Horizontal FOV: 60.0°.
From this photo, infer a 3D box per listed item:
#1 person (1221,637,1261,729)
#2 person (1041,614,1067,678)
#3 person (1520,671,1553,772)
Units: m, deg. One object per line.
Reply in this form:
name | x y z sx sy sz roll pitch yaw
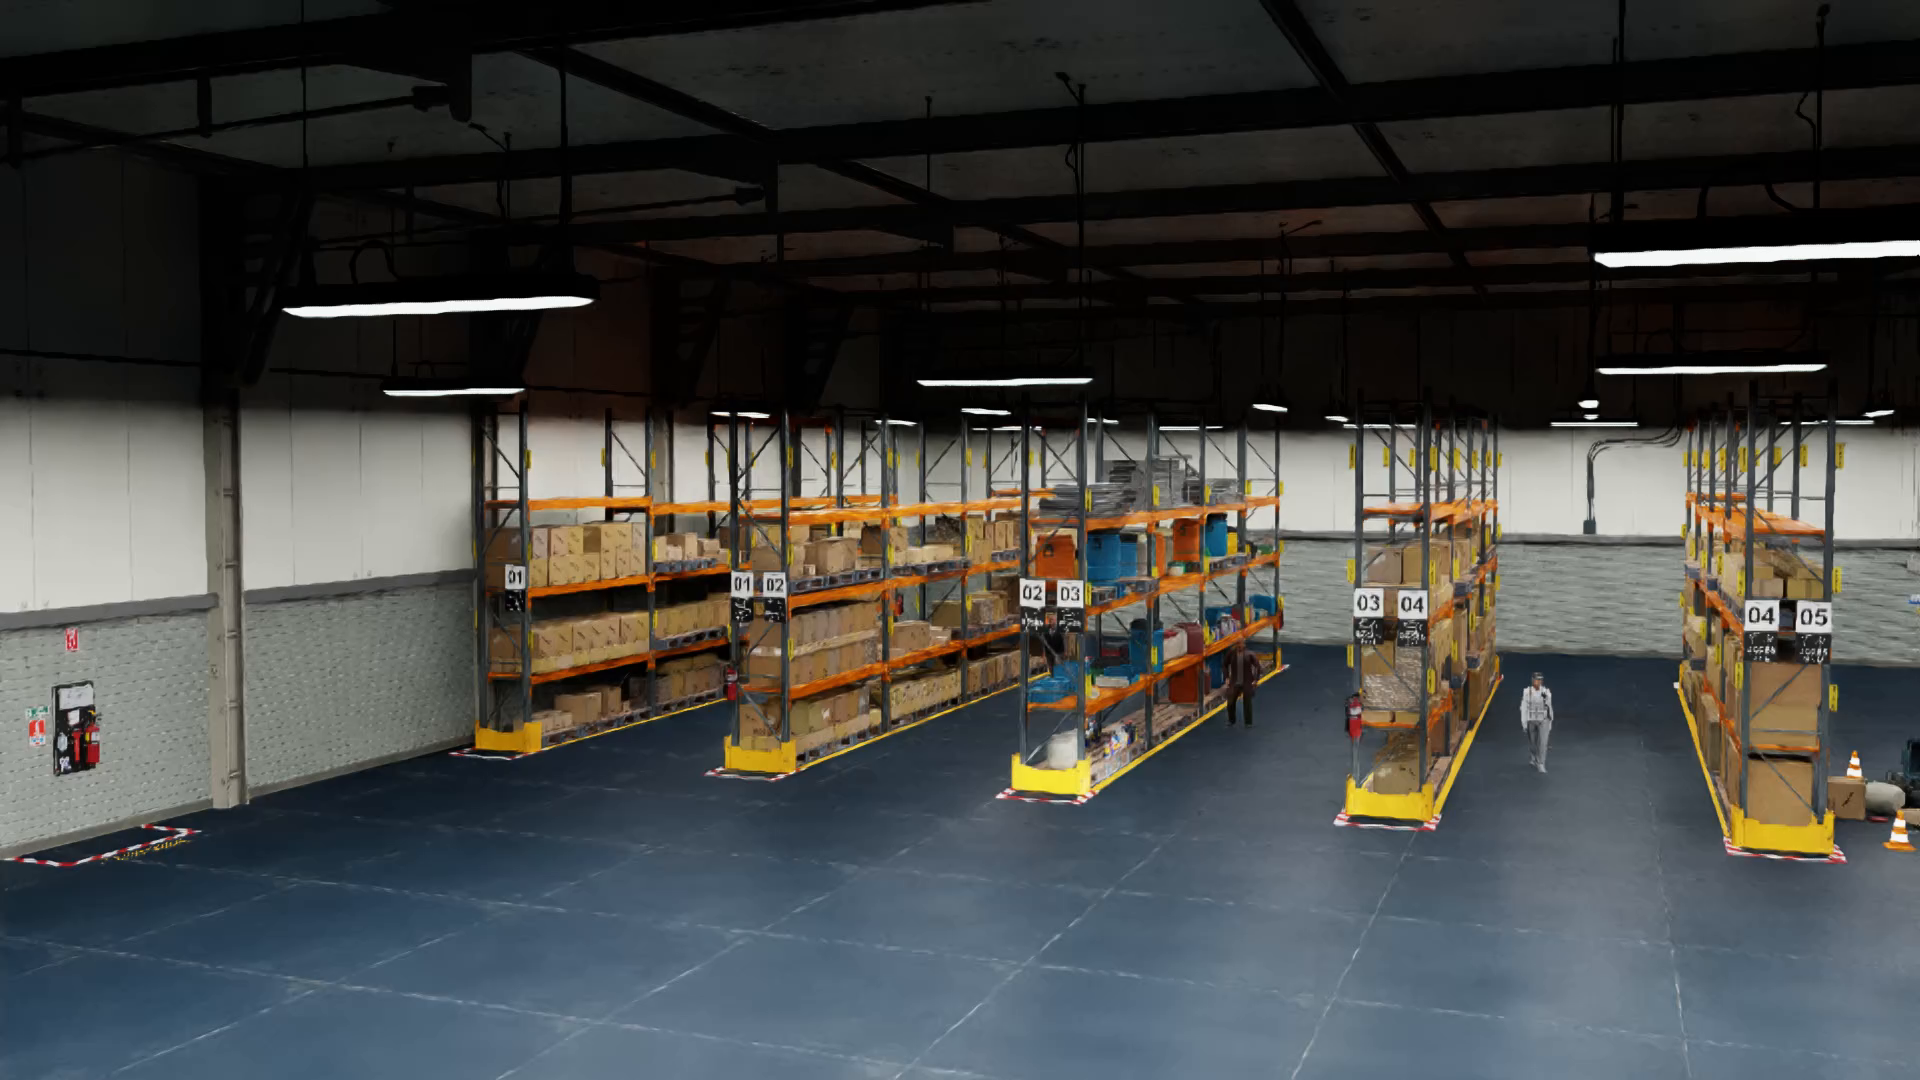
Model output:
person | 5.208 2.640 30.841 0.729 1.733 0.546 1 3 20
person | 2.004 2.413 35.941 0.546 1.644 1.106 1 3 19
person | 9.261 2.886 26.726 0.495 1.589 1.086 1 3 24
